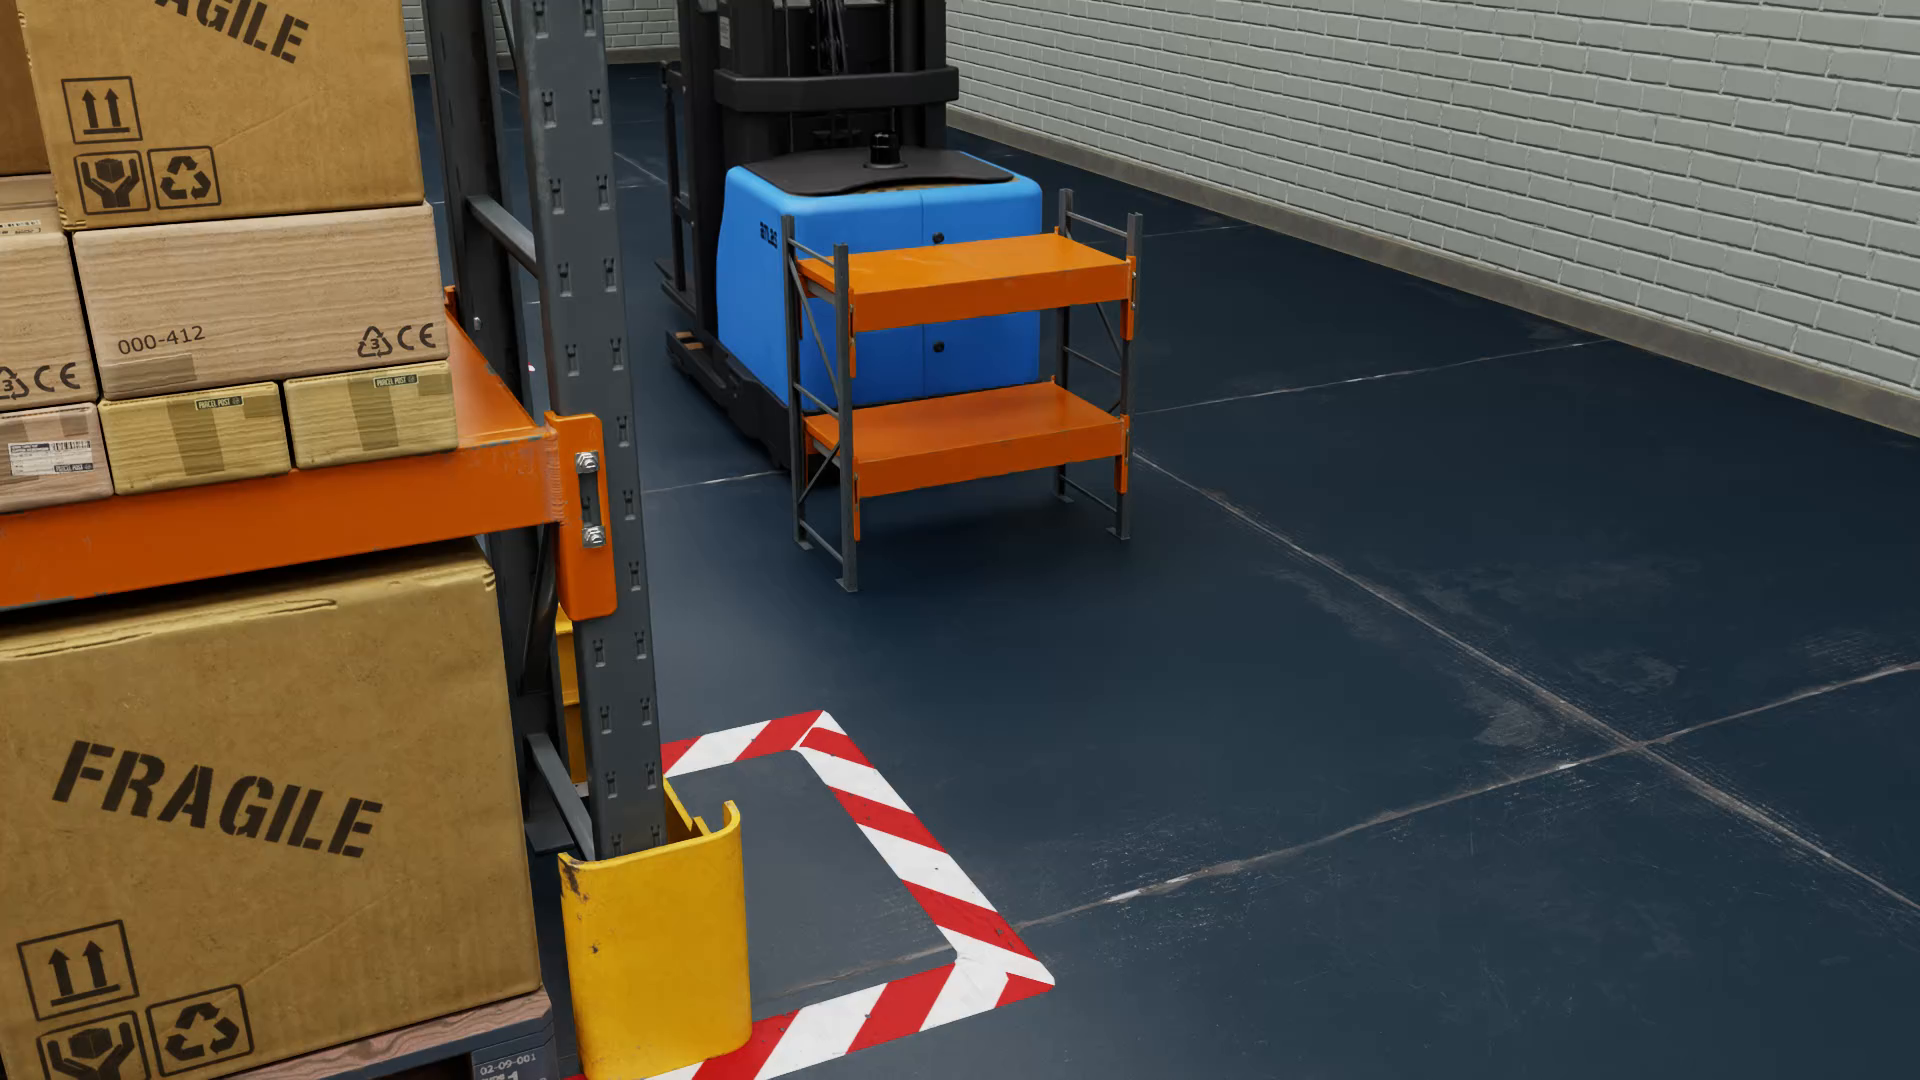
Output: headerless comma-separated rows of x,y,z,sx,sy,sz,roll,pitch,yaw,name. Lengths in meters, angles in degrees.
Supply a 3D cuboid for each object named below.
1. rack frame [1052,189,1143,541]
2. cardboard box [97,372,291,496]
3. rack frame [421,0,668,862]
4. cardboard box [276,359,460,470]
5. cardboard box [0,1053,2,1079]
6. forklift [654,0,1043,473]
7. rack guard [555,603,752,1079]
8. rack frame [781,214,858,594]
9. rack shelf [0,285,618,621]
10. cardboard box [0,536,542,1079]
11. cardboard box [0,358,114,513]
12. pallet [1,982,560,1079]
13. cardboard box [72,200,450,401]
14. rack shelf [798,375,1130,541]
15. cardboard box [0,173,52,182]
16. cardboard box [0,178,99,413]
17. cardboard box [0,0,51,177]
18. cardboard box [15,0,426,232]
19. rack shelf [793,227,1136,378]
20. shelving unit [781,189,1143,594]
0.464,-0.605,5.741,0.032,1.125,0.500,-10,25,-24,rack frame
-1.238,-0.218,2.682,0.250,0.149,0.380,-10,25,-23,cardboard box
-0.826,-0.550,3.156,0.127,3.000,1.000,-10,25,-24,rack frame
-1.004,-0.261,2.788,0.250,0.149,0.380,-10,24,-23,cardboard box
-2.188,0.523,2.795,0.875,0.875,0.875,-10,25,-24,cardboard box
-0.708,-2.135,7.076,1.130,2.935,3.031,-9,24,-21,forklift
-0.805,0.601,3.644,0.348,0.500,1.175,-10,25,-24,rack guard
-0.452,-0.437,5.334,0.032,1.125,0.500,-10,25,-24,rack frame
-2.628,0.114,2.493,4.000,0.370,1.077,-10,25,-24,rack shelf
-1.368,0.372,3.159,0.875,0.875,0.875,-10,25,-24,cardboard box
-1.466,-0.176,2.582,0.250,0.149,0.380,-10,25,-23,cardboard box
-1.513,0.898,3.304,1.213,0.211,1.003,-10,25,-24,pallet
-1.148,-0.446,2.713,0.500,0.250,0.500,-11,25,-24,cardboard box
0.006,-0.295,5.631,1.000,0.278,0.538,-10,25,-24,rack shelf
-1.841,-0.543,2.947,0.500,0.250,0.500,-11,25,-24,cardboard box
-1.605,-0.362,2.510,0.500,0.250,0.500,-11,25,-25,cardboard box
-1.826,-0.895,2.817,0.500,0.500,0.500,-11,25,-25,cardboard box
-1.151,-0.793,2.571,0.500,0.500,0.500,-10,25,-23,cardboard box
0.006,-0.791,5.426,1.000,0.278,0.538,-10,25,-24,rack shelf
0.006,-0.521,5.538,1.048,1.125,0.538,-10,25,-24,shelving unit
